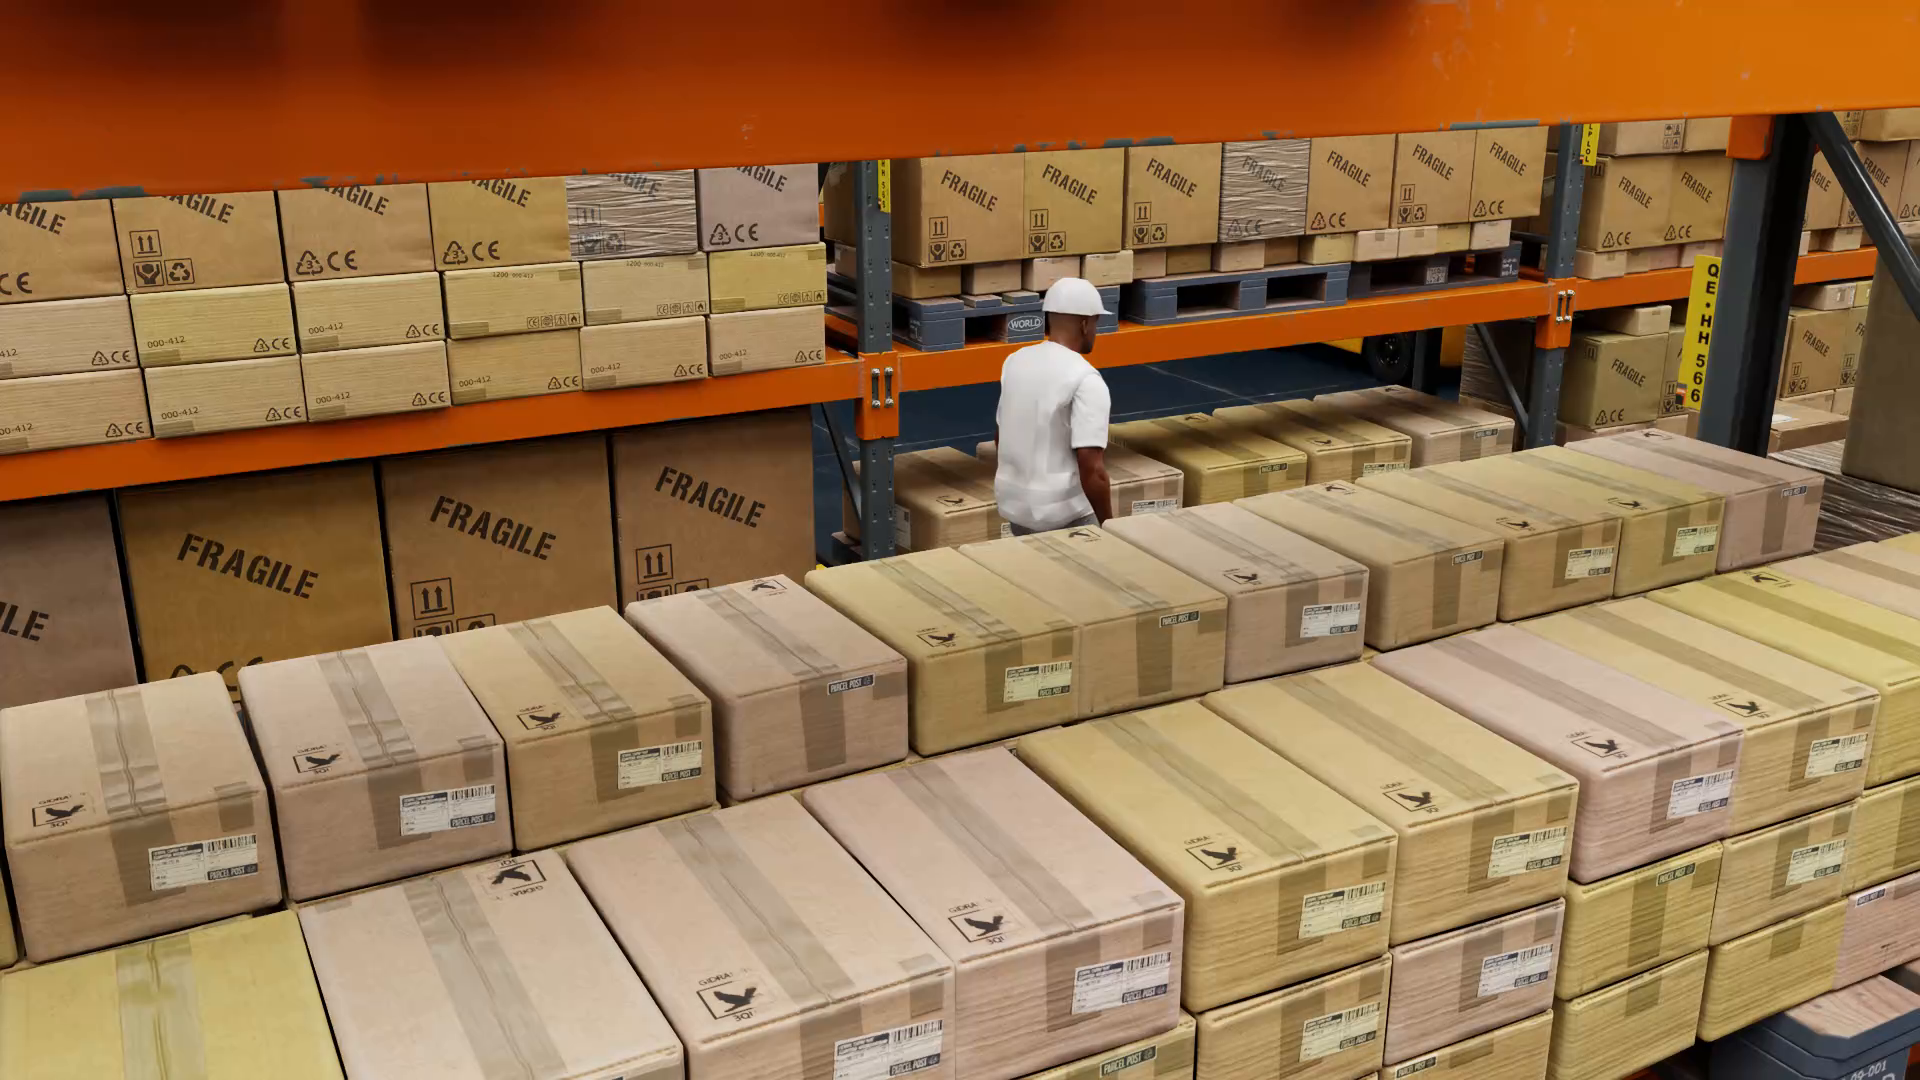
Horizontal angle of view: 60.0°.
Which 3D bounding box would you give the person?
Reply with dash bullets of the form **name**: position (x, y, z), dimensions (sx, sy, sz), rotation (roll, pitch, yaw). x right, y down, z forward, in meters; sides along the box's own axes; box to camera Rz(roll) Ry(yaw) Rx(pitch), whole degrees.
- **person**: position (0.384, -0.124, 6.406), dimensions (0.465, 1.759, 0.630), rotation (-12, 22, -32)
